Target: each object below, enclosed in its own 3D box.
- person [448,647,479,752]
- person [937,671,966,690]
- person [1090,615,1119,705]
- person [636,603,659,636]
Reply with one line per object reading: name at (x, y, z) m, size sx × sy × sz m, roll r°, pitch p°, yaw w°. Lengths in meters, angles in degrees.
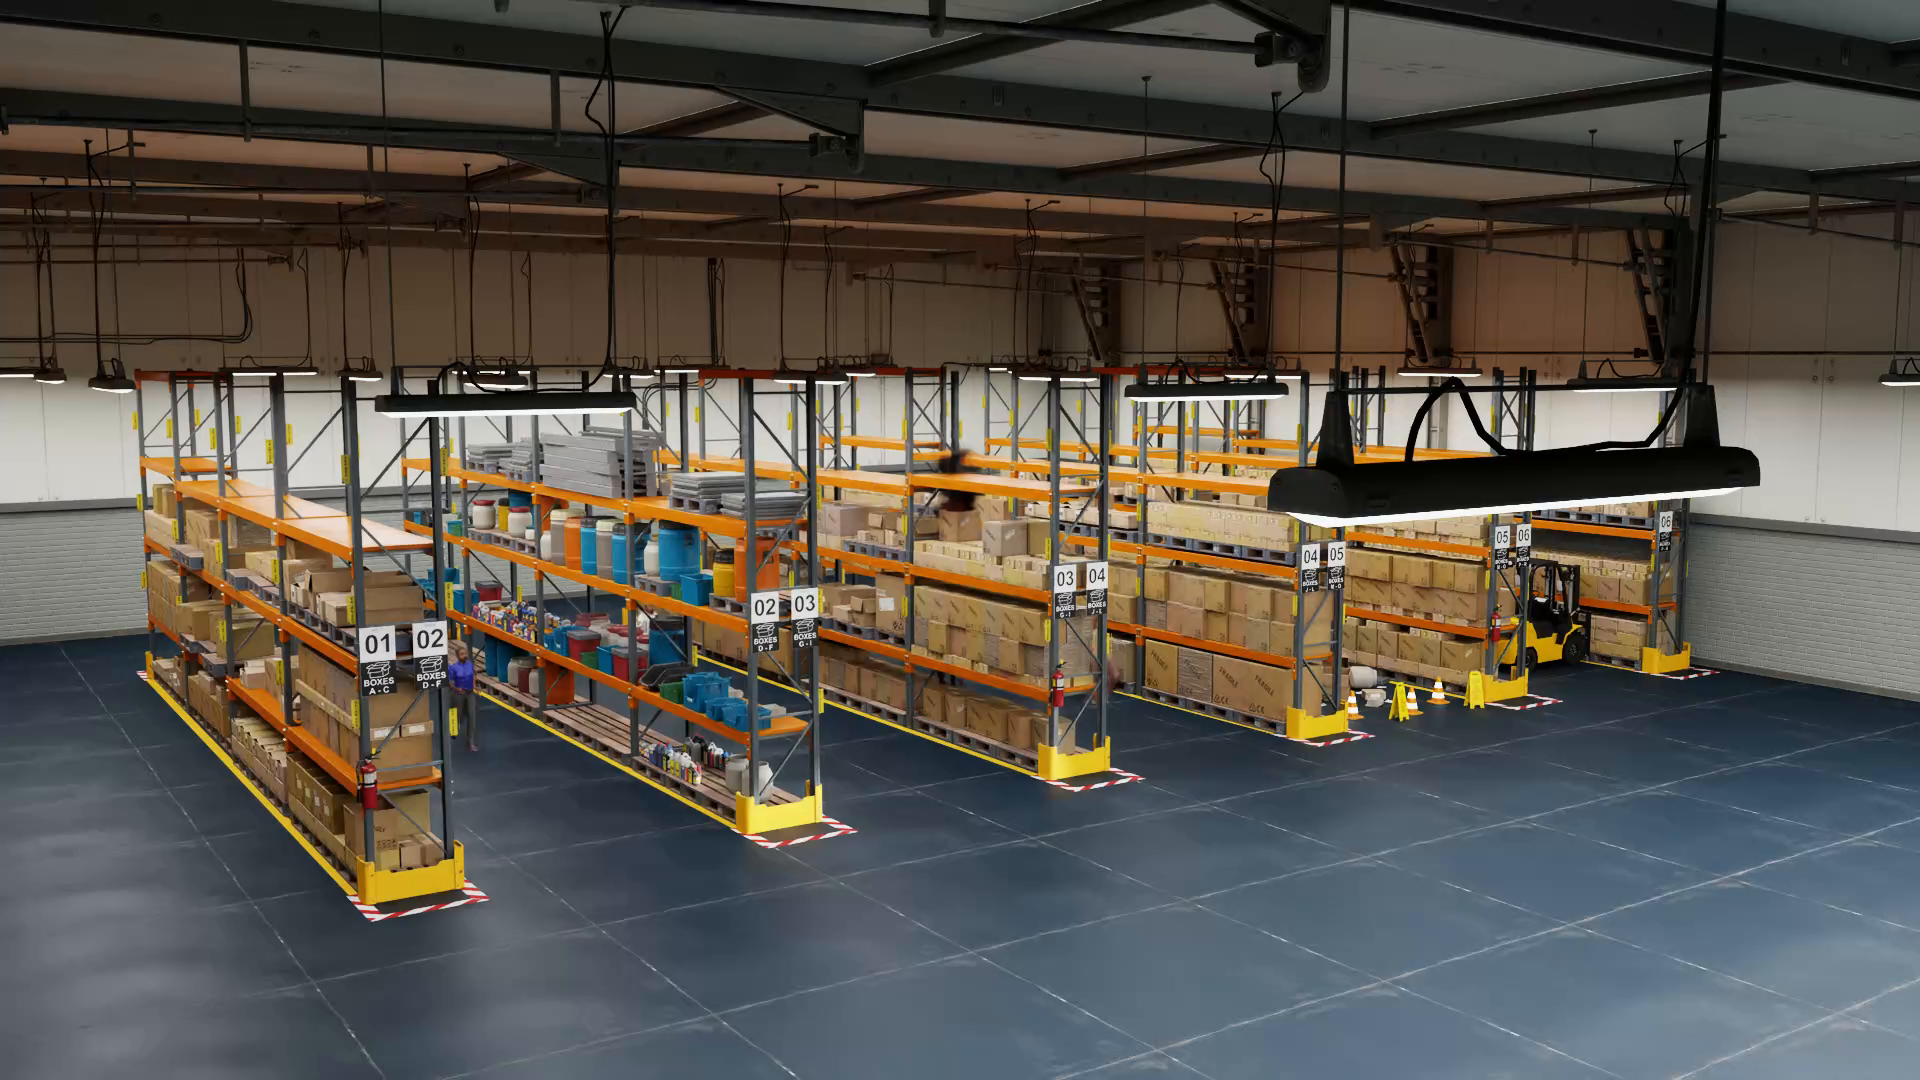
person at (-7.946, 2.524, 26.584) m, size 0.579 × 1.650 × 0.851 m, roll -6°, pitch 9°, yaw -41°
person at (-0.156, 1.980, 31.384) m, size 0.585 × 1.700 × 0.708 m, roll -5°, pitch 8°, yaw -39°
person at (2.580, 2.153, 29.752) m, size 0.562 × 1.656 × 0.595 m, roll -5°, pitch 8°, yaw -38°
person at (-5.947, 1.949, 31.828) m, size 0.685 × 1.643 × 0.608 m, roll 6°, pitch 9°, yaw 44°
